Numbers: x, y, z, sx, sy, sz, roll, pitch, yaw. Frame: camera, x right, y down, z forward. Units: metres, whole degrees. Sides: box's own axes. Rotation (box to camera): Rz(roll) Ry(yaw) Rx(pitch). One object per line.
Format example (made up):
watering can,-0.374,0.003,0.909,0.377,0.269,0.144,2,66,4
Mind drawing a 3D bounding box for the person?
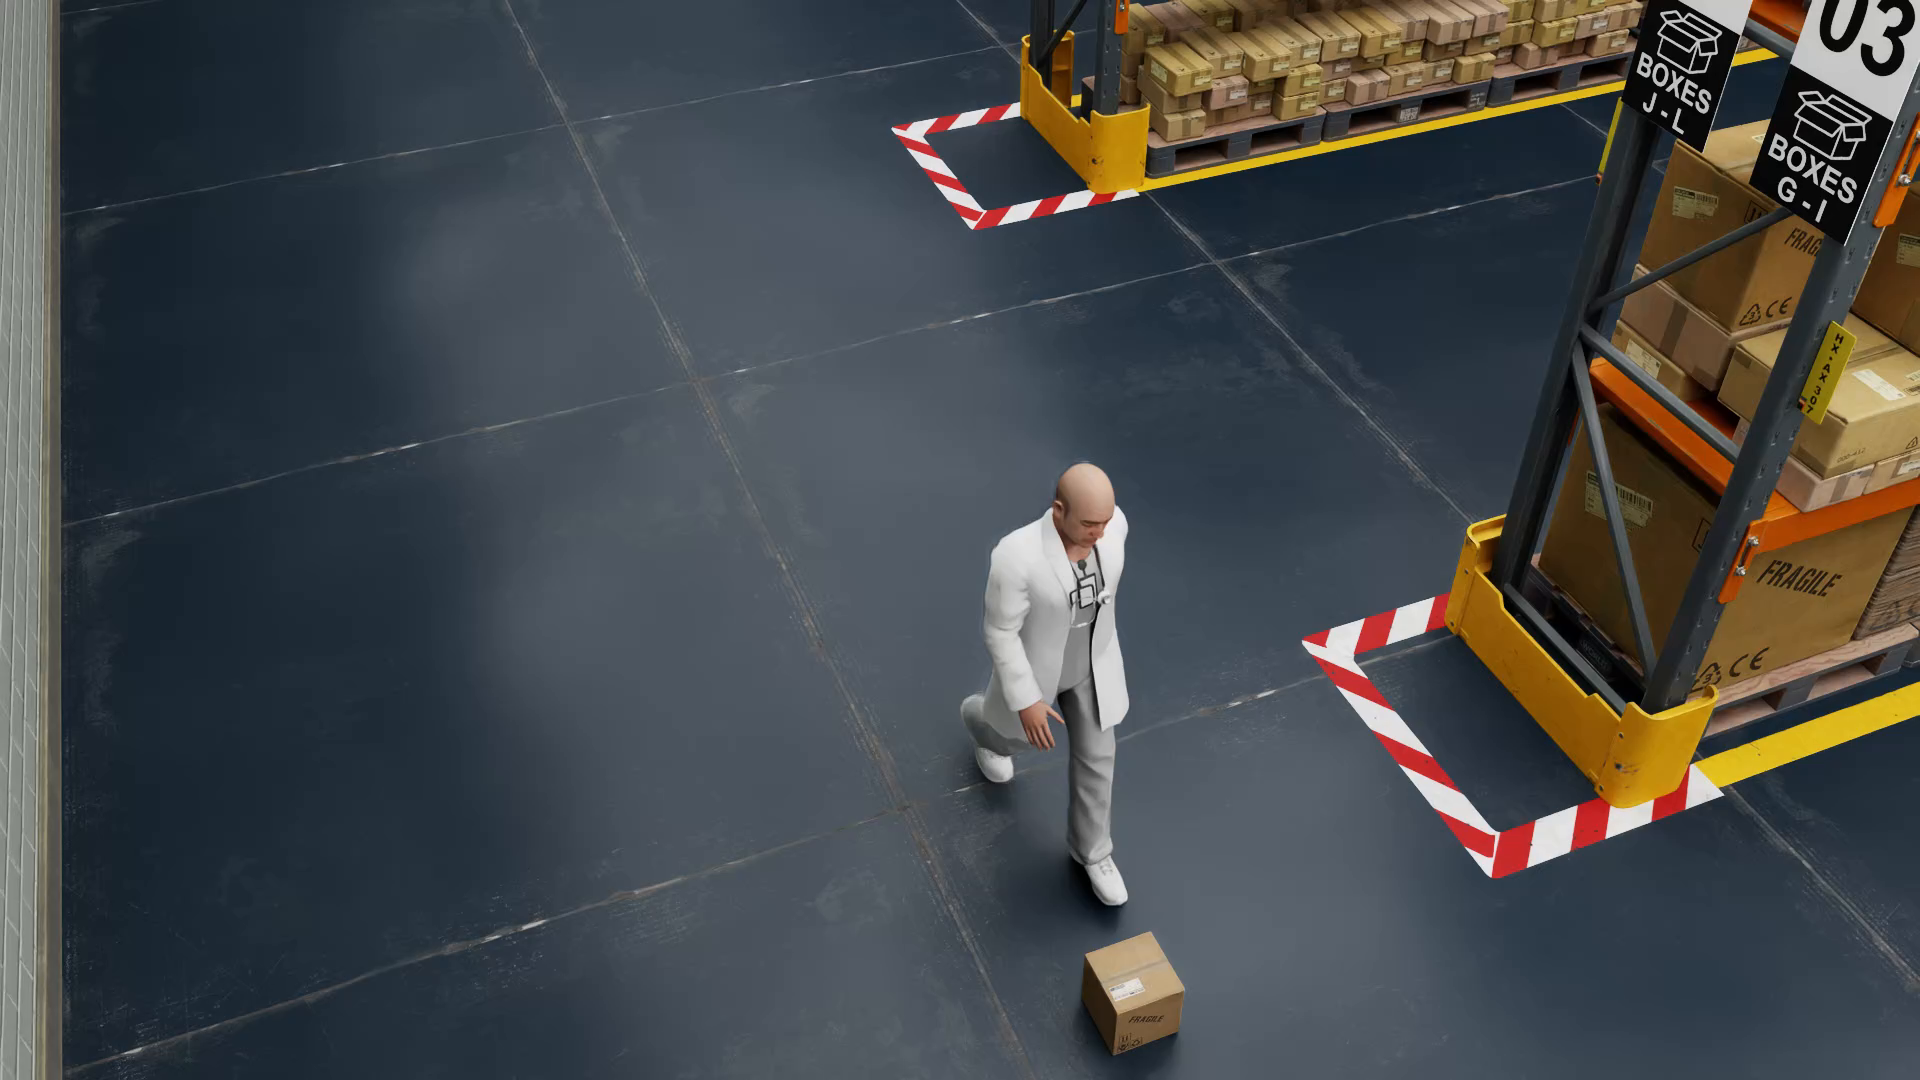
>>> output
person,0.309,0.397,5.716,0.587,1.746,1.023,-17,44,-18
